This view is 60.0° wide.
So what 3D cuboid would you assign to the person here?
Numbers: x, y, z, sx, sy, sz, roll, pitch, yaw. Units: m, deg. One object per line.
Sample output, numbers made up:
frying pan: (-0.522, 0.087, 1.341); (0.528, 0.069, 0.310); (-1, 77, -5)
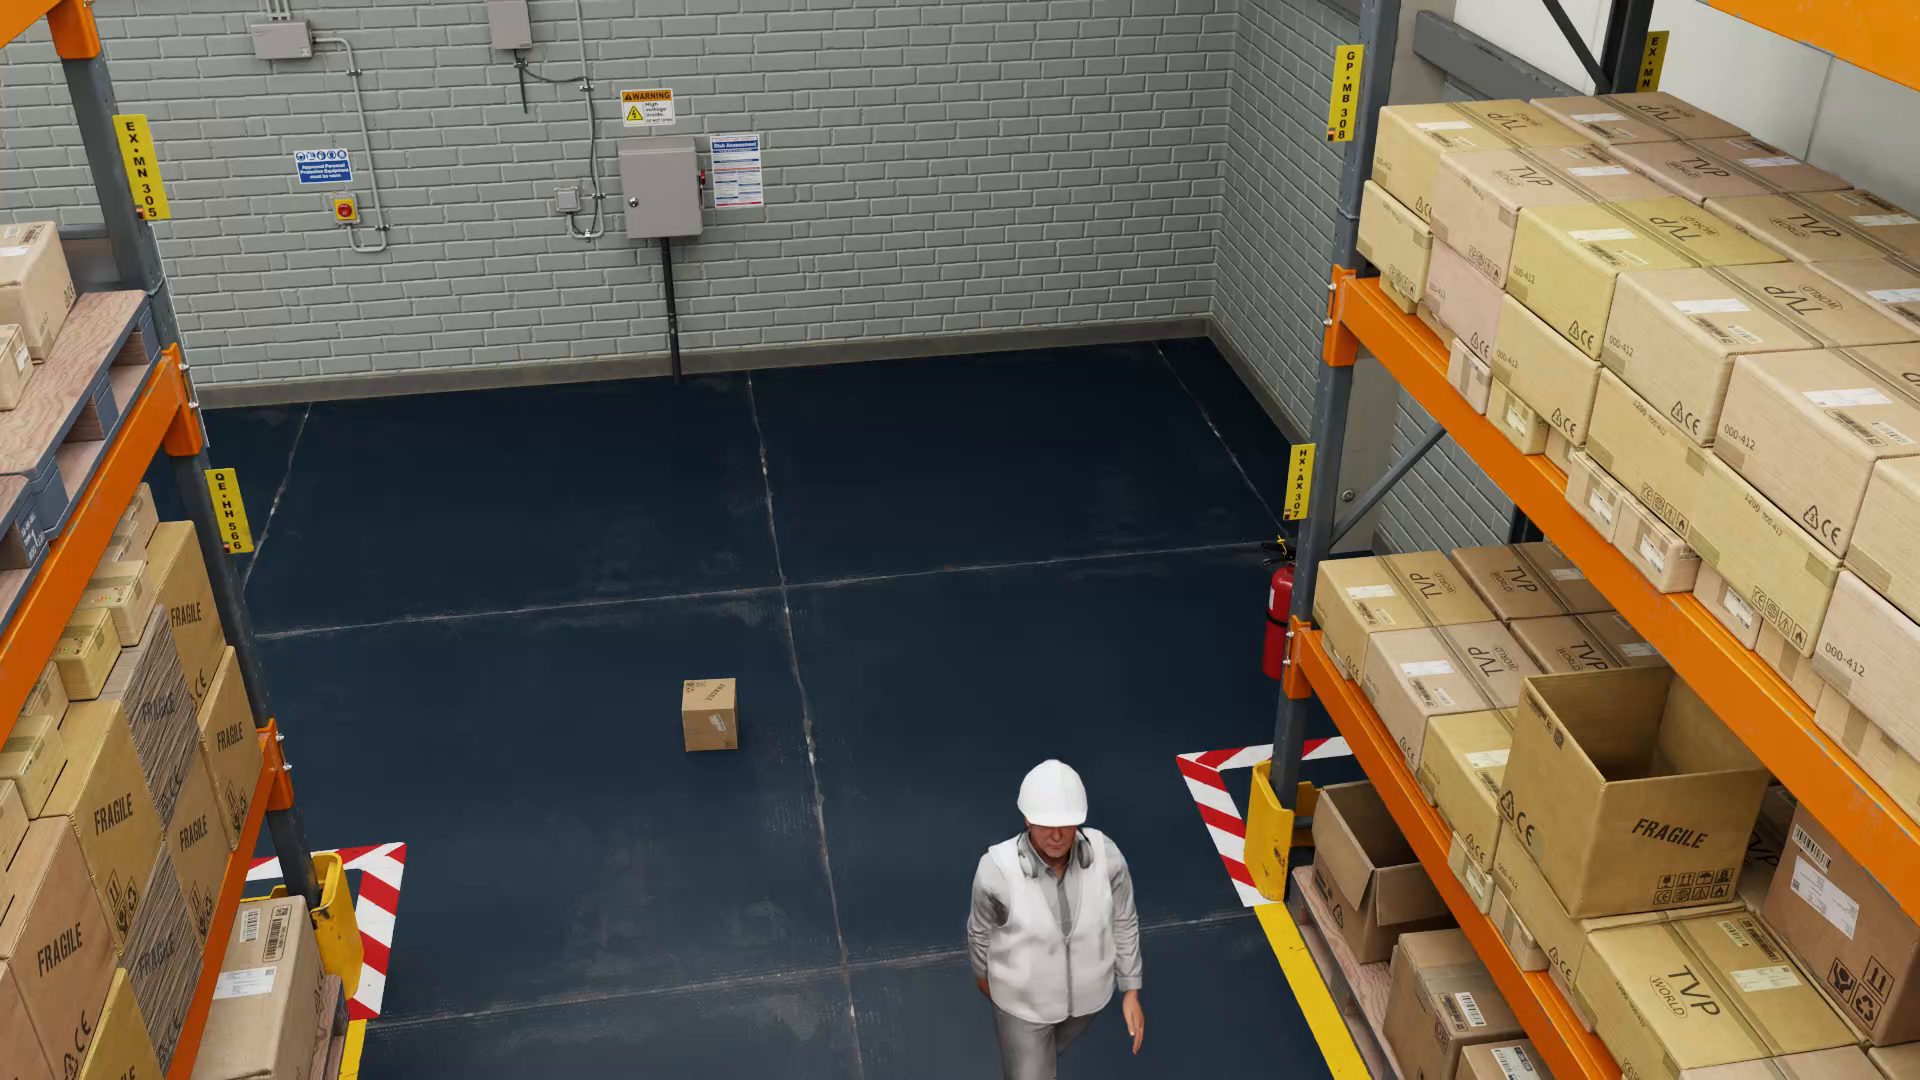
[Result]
person: (0.348, 1.520, 5.503); (0.543, 1.712, 1.014); (-10, 32, -16)
